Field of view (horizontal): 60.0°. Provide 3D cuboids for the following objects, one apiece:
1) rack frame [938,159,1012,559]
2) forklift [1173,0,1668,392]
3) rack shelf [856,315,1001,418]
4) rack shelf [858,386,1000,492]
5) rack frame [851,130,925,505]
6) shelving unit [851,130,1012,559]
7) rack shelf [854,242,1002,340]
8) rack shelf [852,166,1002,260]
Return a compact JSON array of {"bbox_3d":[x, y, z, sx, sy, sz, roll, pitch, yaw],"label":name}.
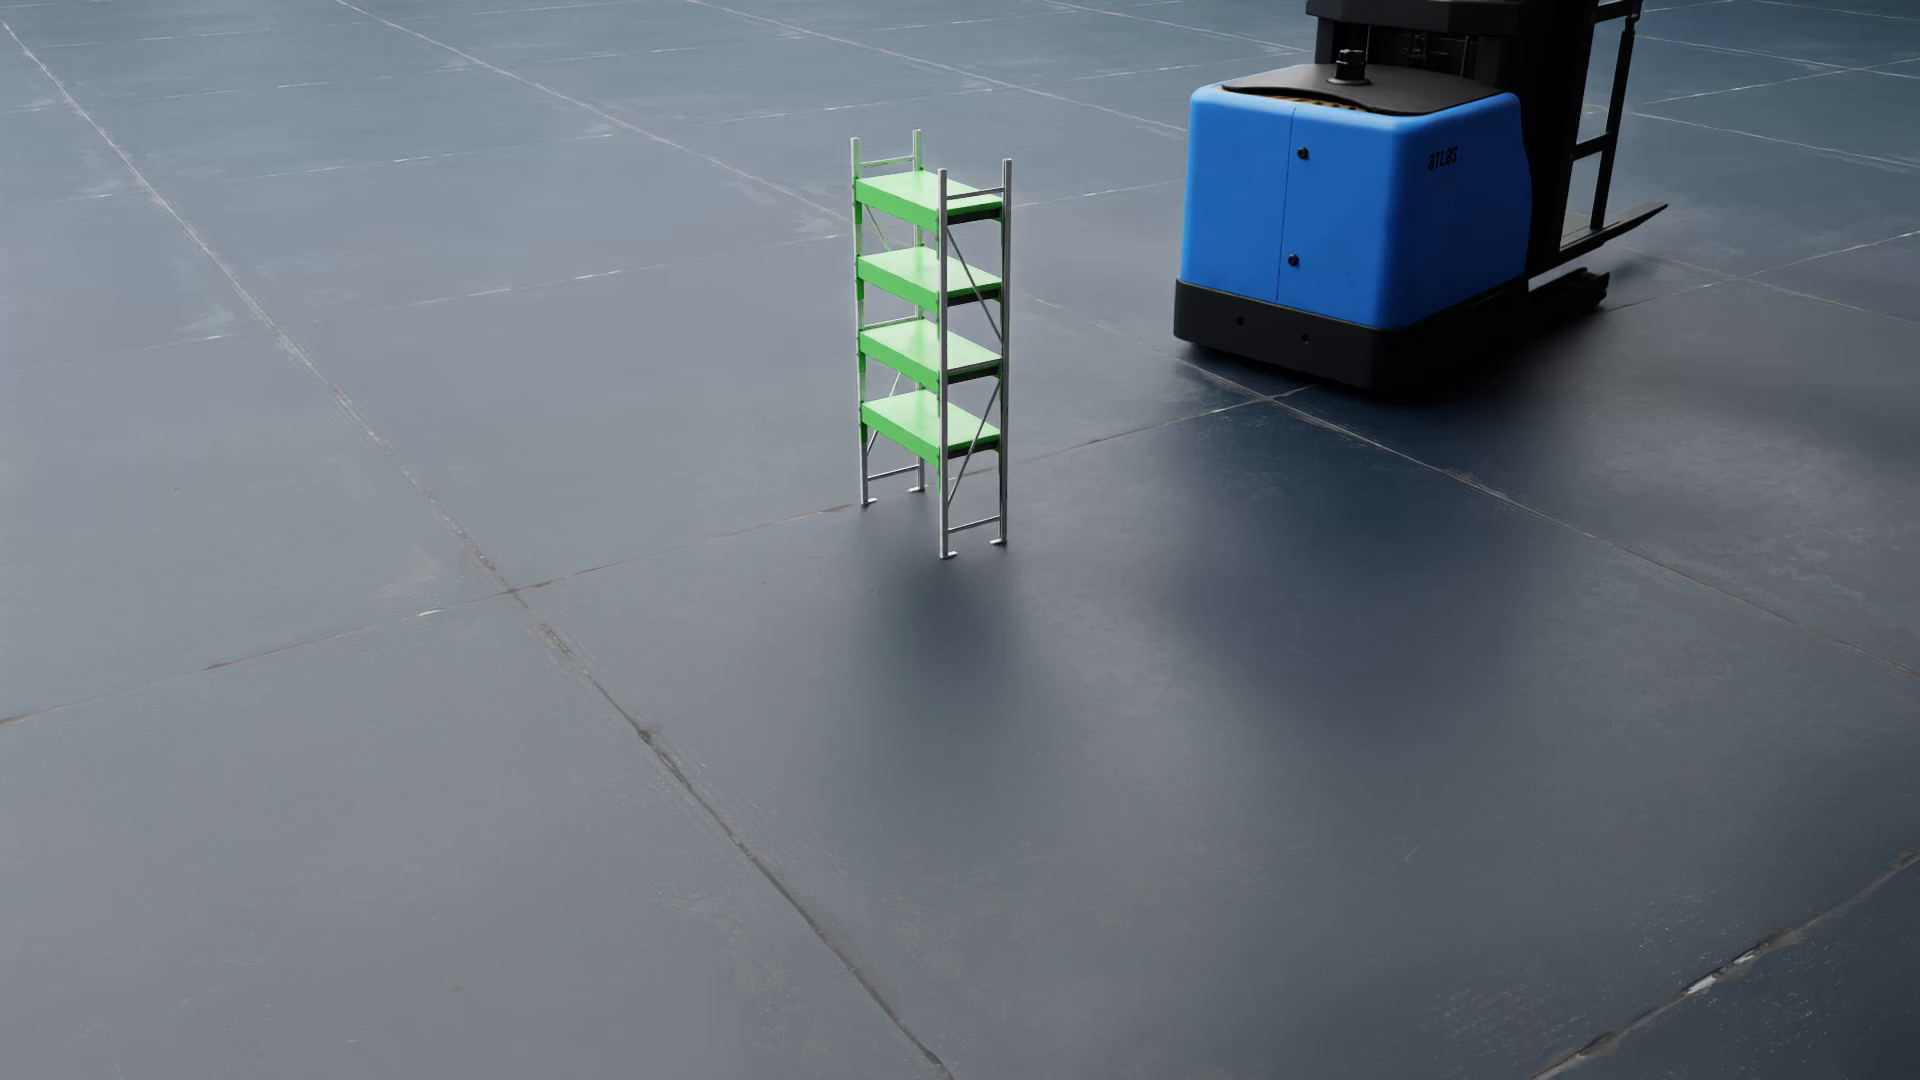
[{"bbox_3d":[0.043,-0.515,4.934,0.240,1.200,0.015,-16,29,-30],"label":"rack frame"},{"bbox_3d":[2.254,-2.429,6.963,1.130,2.935,3.031,22,33,38],"label":"forklift"},{"bbox_3d":[-0.090,-0.544,5.147,0.258,0.148,0.480,-16,29,-30],"label":"rack shelf"},{"bbox_3d":[-0.090,-0.327,5.249,0.258,0.148,0.480,-16,29,-30],"label":"rack shelf"},{"bbox_3d":[-0.224,-0.689,5.304,0.240,1.200,0.015,-16,29,-30],"label":"rack frame"},{"bbox_3d":[-0.090,-0.602,5.119,0.258,1.200,0.503,-16,29,-30],"label":"shelving unit"},{"bbox_3d":[-0.090,-0.761,5.044,0.258,0.148,0.480,-16,29,-30],"label":"rack shelf"},{"bbox_3d":[-0.090,-0.978,4.942,0.258,0.148,0.480,-16,29,-30],"label":"rack shelf"}]
